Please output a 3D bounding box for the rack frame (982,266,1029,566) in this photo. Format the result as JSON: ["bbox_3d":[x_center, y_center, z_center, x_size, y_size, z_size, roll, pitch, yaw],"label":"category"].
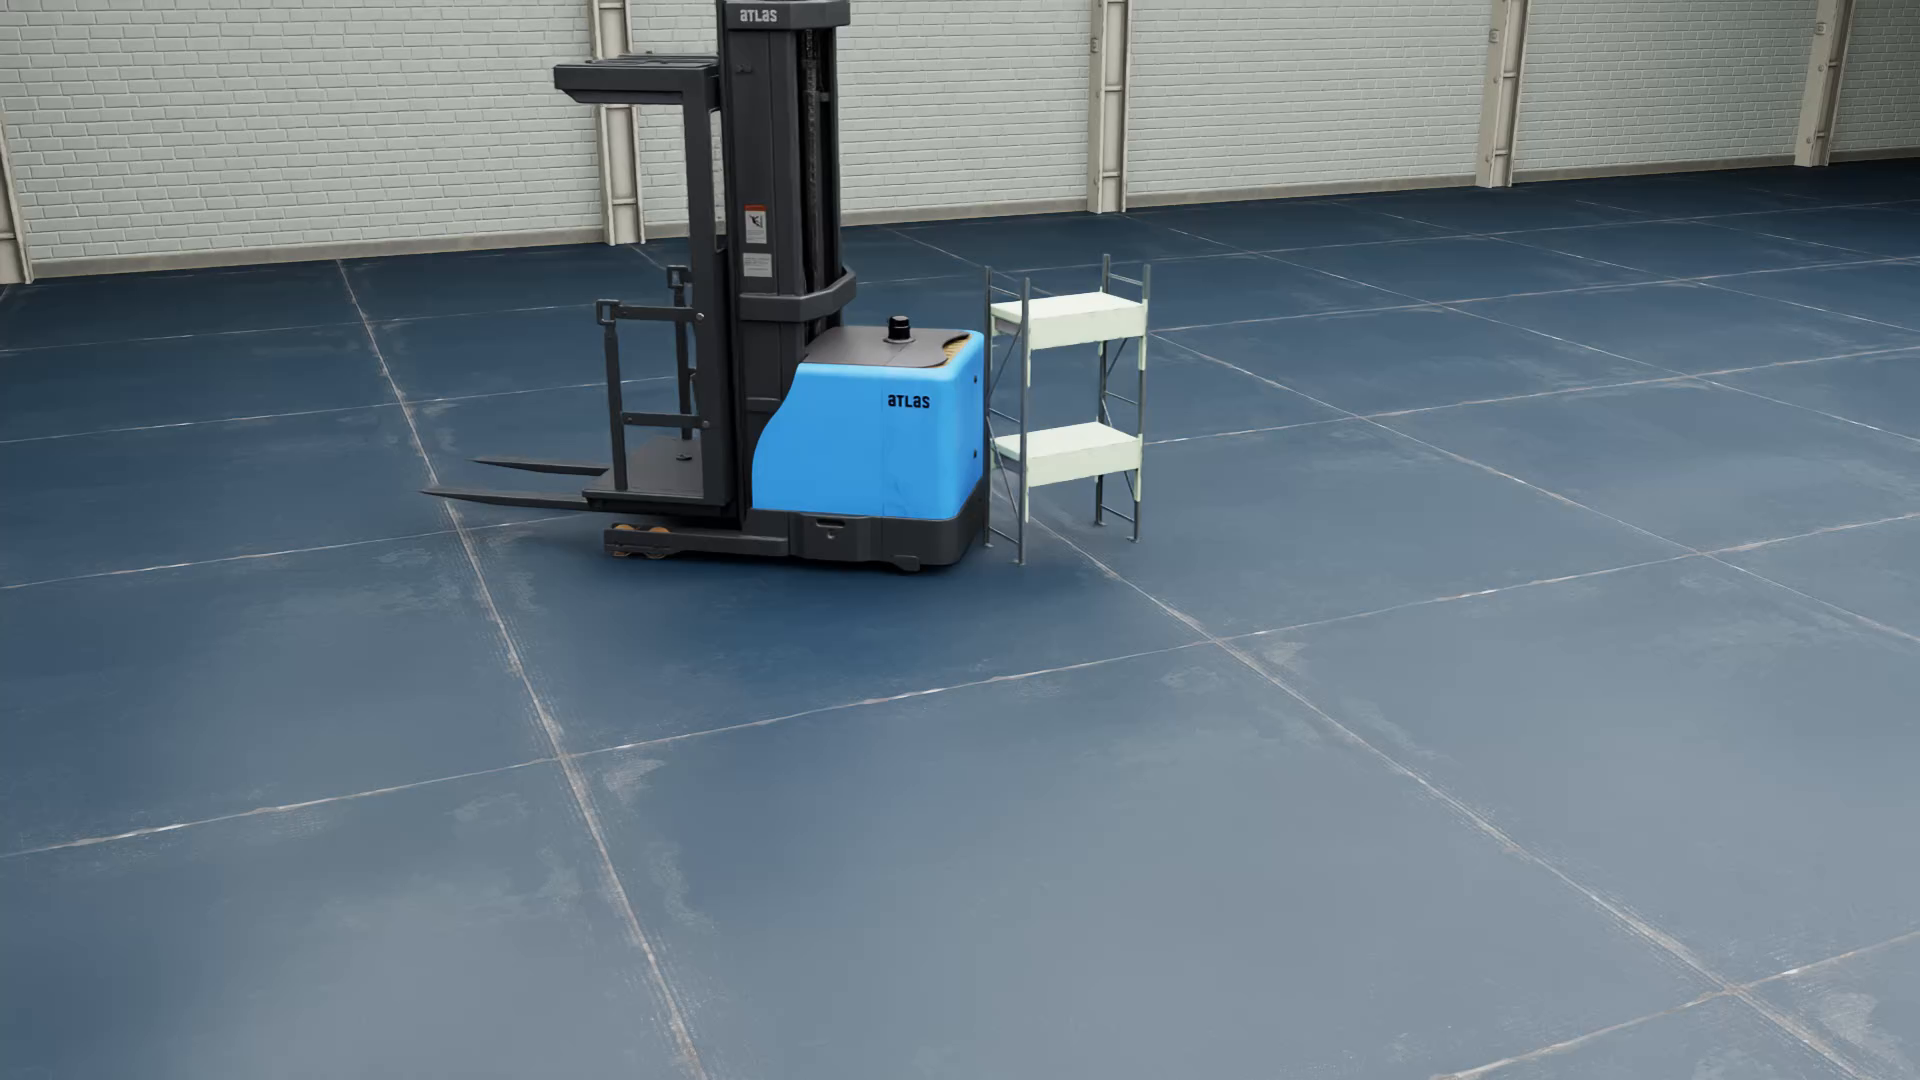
[{"bbox_3d":[0.230,-0.629,8.551,0.023,1.500,0.400,-11,22,-28],"label":"rack frame"}]

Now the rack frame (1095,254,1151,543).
[{"bbox_3d":[0.865,-0.750,8.895,0.023,1.500,0.400,-11,22,-28],"label":"rack frame"}]

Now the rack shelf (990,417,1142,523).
[{"bbox_3d":[0.548,-0.382,8.831,0.720,0.370,0.431,-11,22,-28],"label":"rack shelf"}]

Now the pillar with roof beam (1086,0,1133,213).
[{"bbox_3d":[3.513,-7.010,15.381,0.400,9.000,9.100,-8,21,-22],"label":"pillar with roof beam"}]

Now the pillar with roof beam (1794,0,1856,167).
[{"bbox_3d":[14.532,-8.588,19.864,0.400,9.000,9.100,-8,21,-22],"label":"pillar with roof beam"}]

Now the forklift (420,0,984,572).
[{"bbox_3d":[-1.410,-1.448,8.722,3.031,2.935,1.130,4,20,11],"label":"forklift"}]

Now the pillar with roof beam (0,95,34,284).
[{"bbox_3d":[-7.505,-5.431,10.897,0.400,9.000,9.100,-8,21,-22],"label":"pillar with roof beam"}]

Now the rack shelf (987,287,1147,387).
[{"bbox_3d":[0.548,-1.058,8.593,0.720,0.370,0.431,-11,22,-28],"label":"rack shelf"}]

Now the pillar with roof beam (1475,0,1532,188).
[{"bbox_3d":[9.023,-7.799,17.622,0.400,9.000,9.100,-8,21,-22],"label":"pillar with roof beam"}]

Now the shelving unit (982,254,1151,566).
[{"bbox_3d":[0.548,-0.690,8.723,0.755,1.500,0.431,-11,22,-28],"label":"shelving unit"}]

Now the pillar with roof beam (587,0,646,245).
[{"bbox_3d":[-1.996,-6.220,13.139,0.400,9.000,9.100,-8,21,-22],"label":"pillar with roof beam"}]
